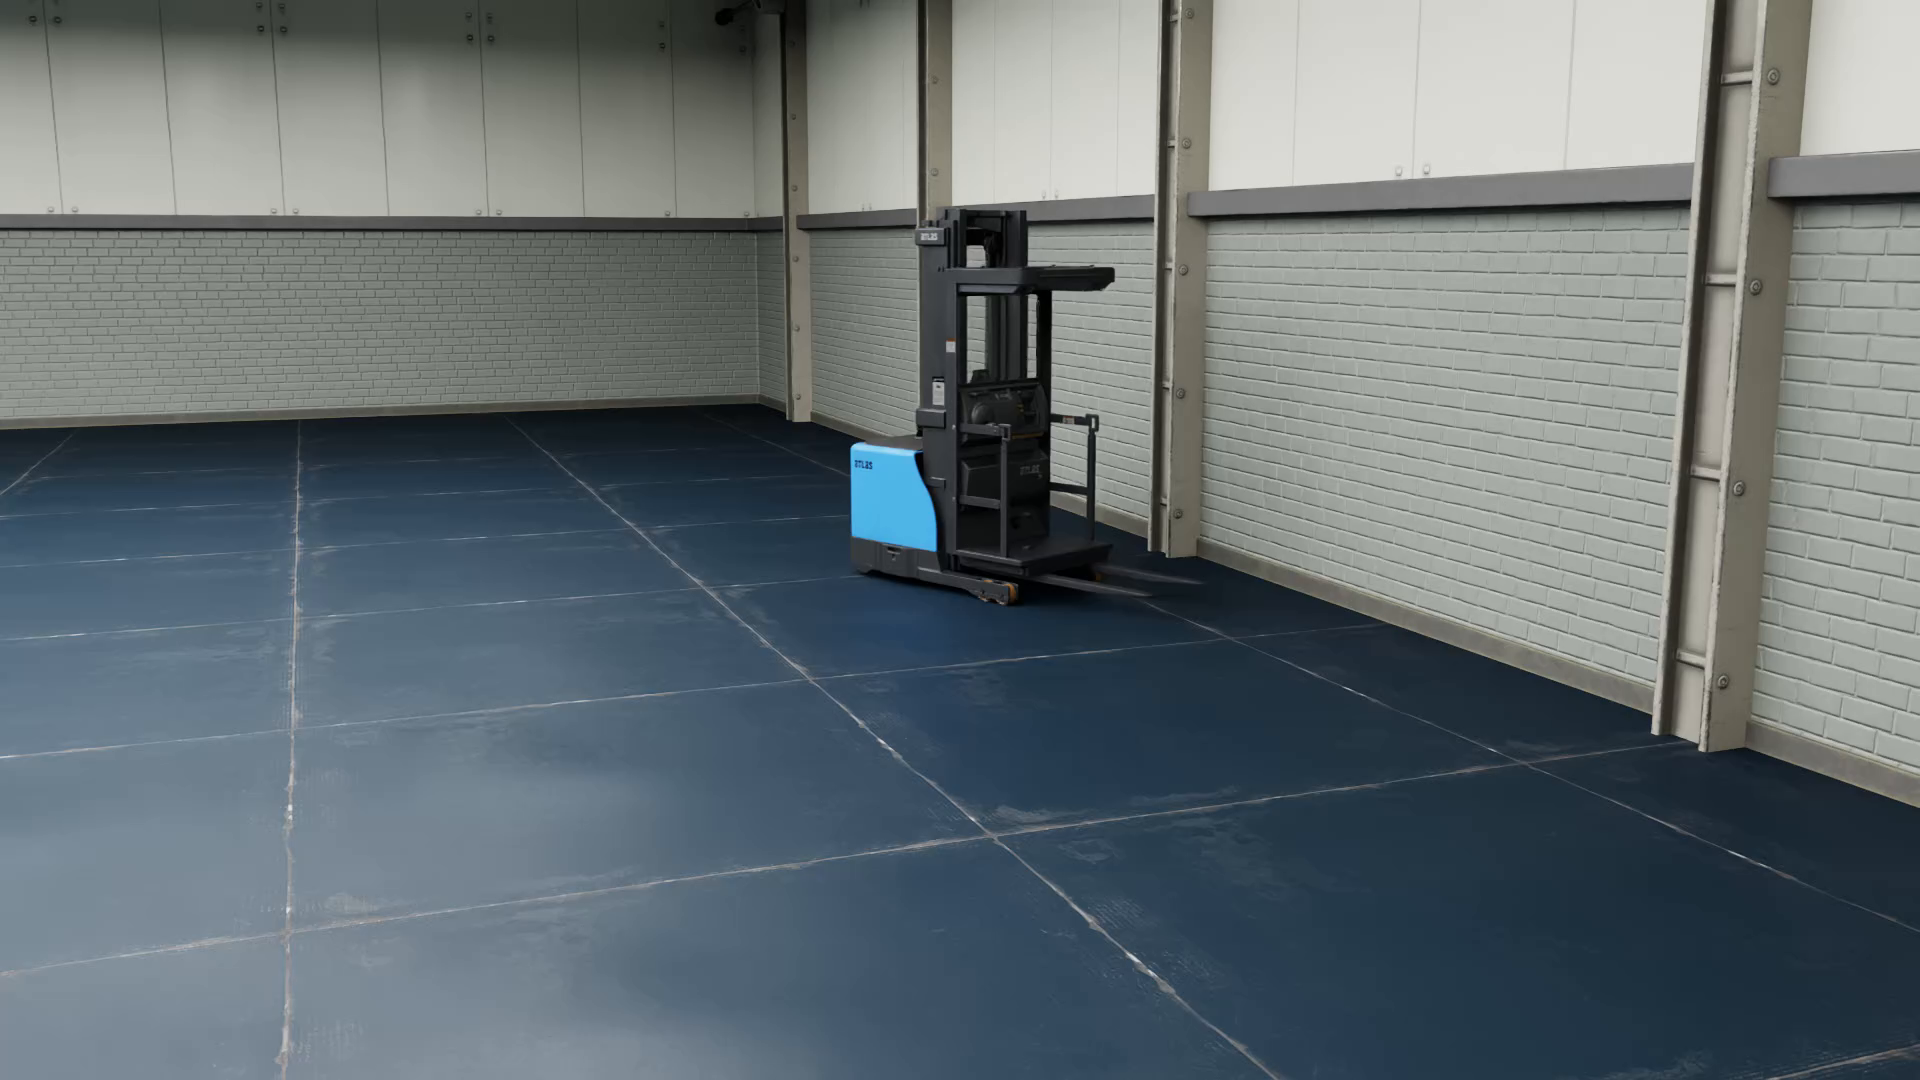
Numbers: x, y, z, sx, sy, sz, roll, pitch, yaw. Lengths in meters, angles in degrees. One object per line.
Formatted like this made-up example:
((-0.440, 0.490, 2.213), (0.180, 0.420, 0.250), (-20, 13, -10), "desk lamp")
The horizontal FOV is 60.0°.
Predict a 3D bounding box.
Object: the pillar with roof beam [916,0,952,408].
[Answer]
((-4.311, -5.024, 17.797), (9.100, 9.000, 0.400), (-4, 11, -21), "pillar with roof beam")

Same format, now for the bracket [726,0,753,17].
((-3.599, -8.384, 26.410), (0.076, 0.066, 3.189), (-4, 11, -21), "bracket")

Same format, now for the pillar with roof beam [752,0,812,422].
((-6.486, -6.003, 23.303), (9.100, 9.000, 0.548), (-4, 11, -21), "pillar with roof beam")

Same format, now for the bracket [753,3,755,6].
((-2.954, -8.094, 24.777), (0.235, 0.232, 0.430), (-4, 11, -21), "bracket")

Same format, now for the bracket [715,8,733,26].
((-3.813, -8.480, 26.952), (0.235, 0.232, 0.430), (-4, 11, -21), "bracket")

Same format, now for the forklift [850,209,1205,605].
((0.495, -1.054, 12.806), (3.031, 2.935, 1.130), (10, 14, 44), "forklift")

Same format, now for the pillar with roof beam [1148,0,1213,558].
((-2.137, -4.044, 12.291), (9.100, 9.000, 0.400), (-4, 11, -21), "pillar with roof beam")

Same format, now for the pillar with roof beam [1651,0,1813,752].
((0.037, -3.065, 6.785), (9.100, 9.000, 0.400), (-4, 11, -21), "pillar with roof beam")
